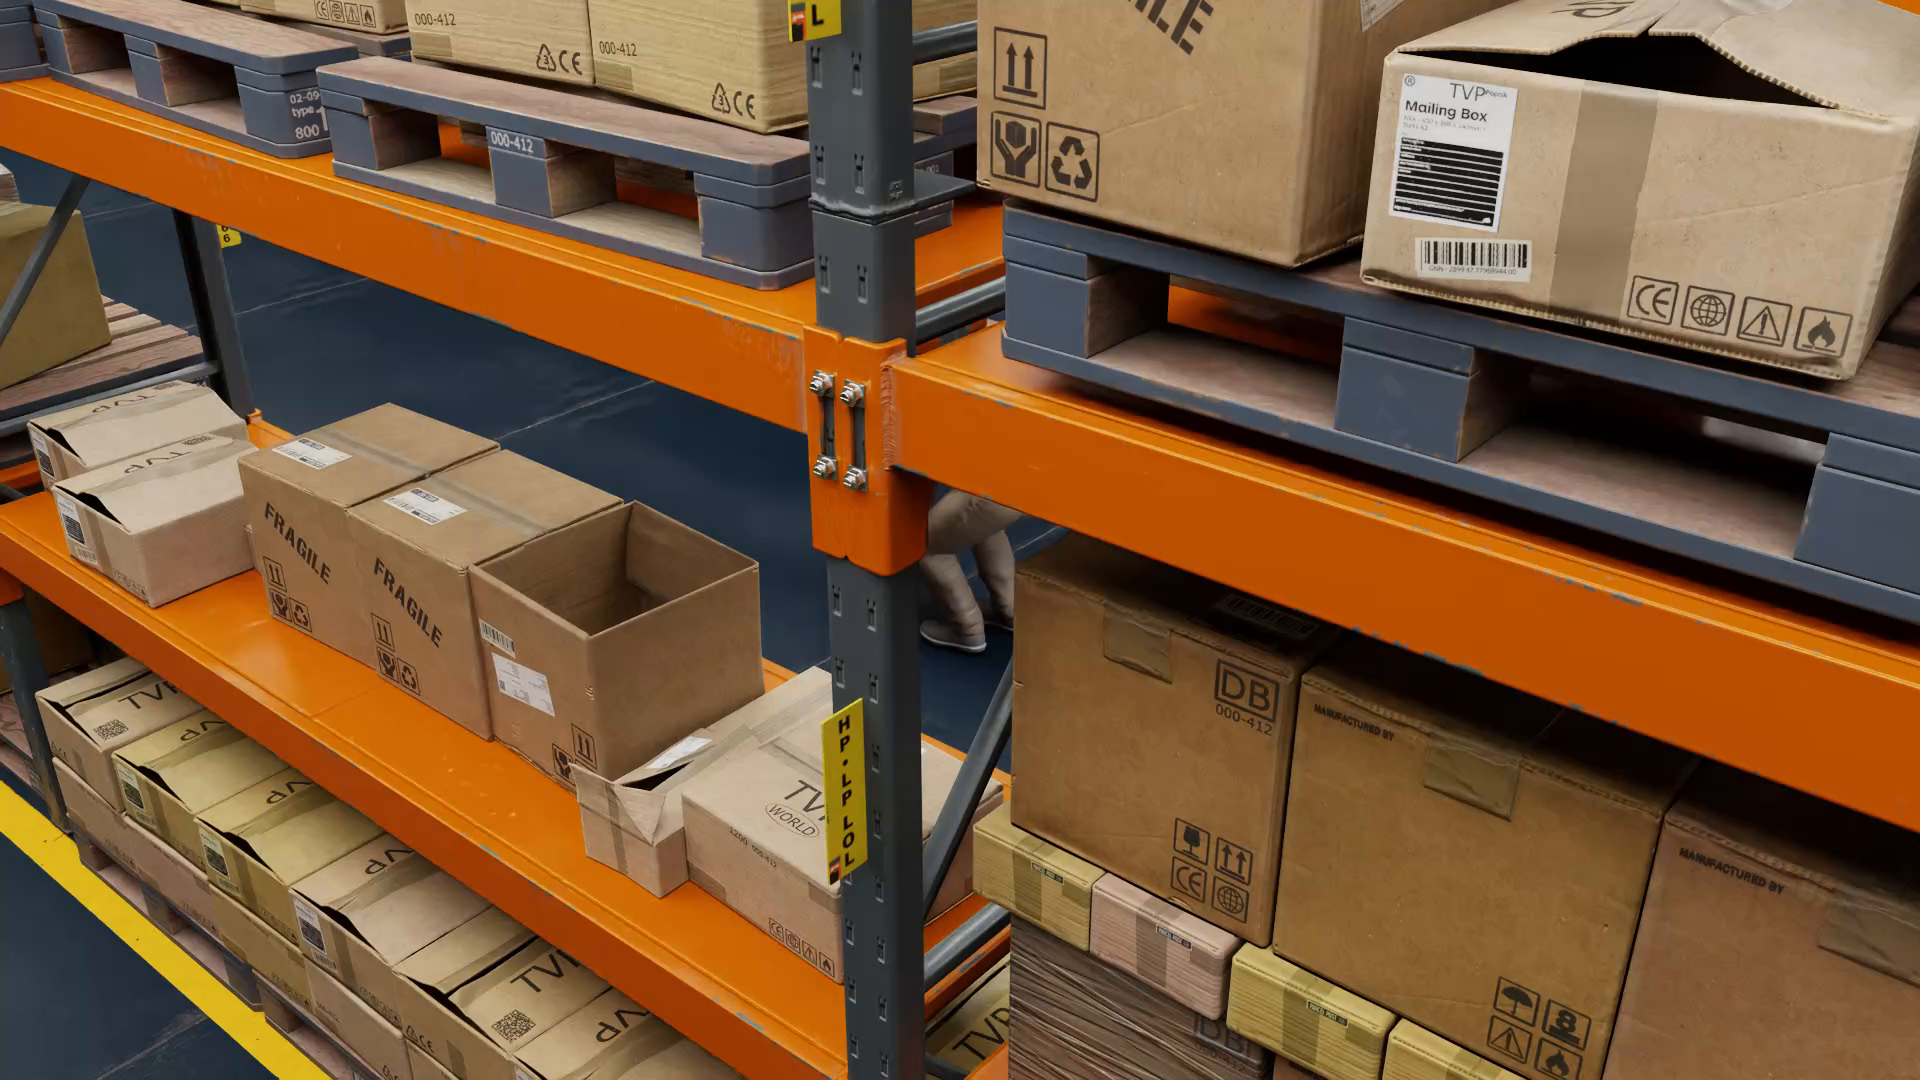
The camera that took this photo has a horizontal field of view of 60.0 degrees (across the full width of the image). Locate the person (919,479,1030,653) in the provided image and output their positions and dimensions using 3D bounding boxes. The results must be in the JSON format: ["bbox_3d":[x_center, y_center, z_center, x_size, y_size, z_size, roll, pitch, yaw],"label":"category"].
[{"bbox_3d":[-0.064,-0.121,7.077,0.942,1.087,0.515,19,33,32],"label":"person"}]
